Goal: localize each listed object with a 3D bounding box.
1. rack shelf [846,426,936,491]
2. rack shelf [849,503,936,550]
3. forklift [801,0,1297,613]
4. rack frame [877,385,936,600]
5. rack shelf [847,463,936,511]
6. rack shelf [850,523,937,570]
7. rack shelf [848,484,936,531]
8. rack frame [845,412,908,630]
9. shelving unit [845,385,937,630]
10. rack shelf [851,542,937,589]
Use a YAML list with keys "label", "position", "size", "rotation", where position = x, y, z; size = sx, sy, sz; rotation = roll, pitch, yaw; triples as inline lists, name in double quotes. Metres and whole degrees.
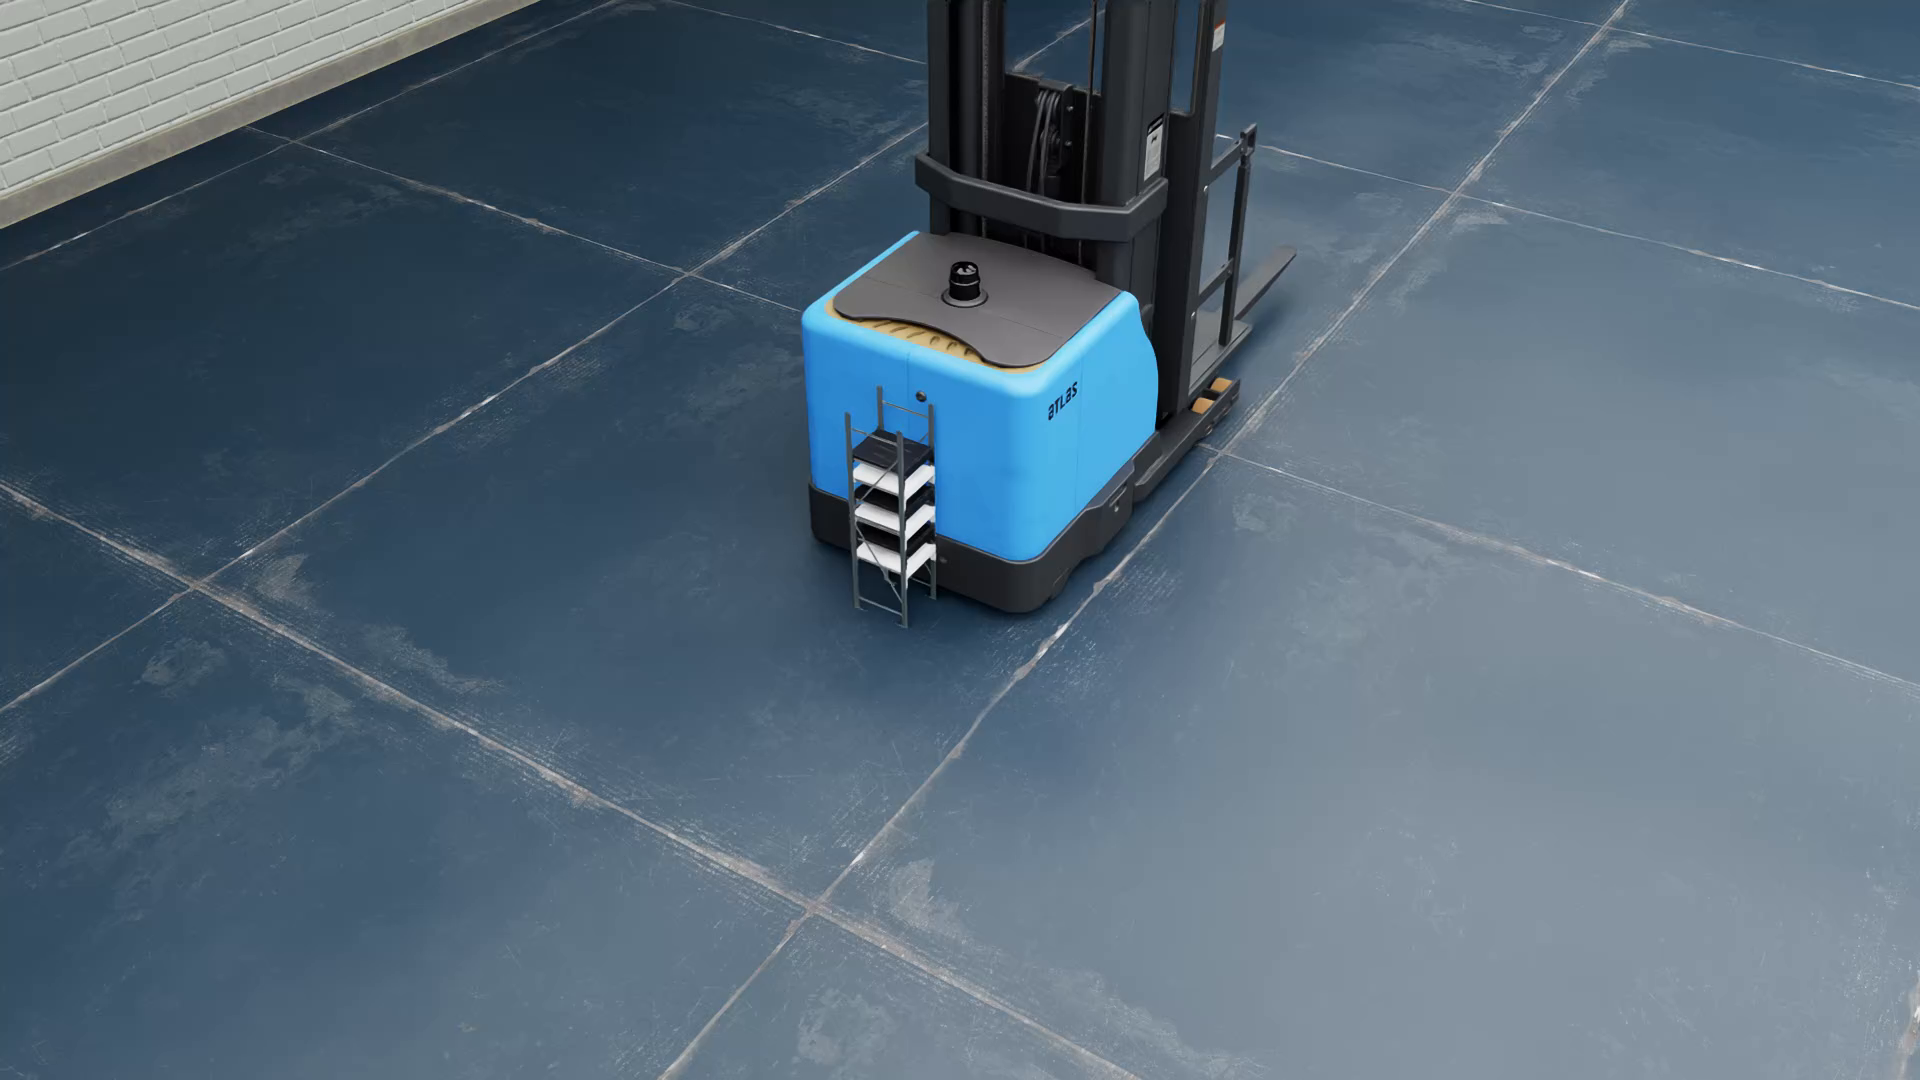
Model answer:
- label: "rack shelf"
  position: [-0.250, -0.296, 6.010]
  size: [0.258, 0.077, 0.200]
  rotation: [21, 42, 24]
- label: "rack shelf"
  position: [-0.250, -0.083, 6.175]
  size: [0.258, 0.077, 0.200]
  rotation: [21, 42, 24]
- label: "forklift"
  position: [0.600, -1.758, 6.629]
  size: [1.130, 2.935, 3.031]
  rotation: [21, 42, 24]
- label: "rack frame"
  position: [-0.197, -0.162, 6.223]
  size: [0.240, 0.900, 0.006]
  rotation: [21, 42, 24]
- label: "rack shelf"
  position: [-0.250, -0.225, 6.065]
  size: [0.258, 0.077, 0.200]
  rotation: [21, 42, 24]
- label: "rack shelf"
  position: [-0.250, -0.011, 6.230]
  size: [0.258, 0.077, 0.200]
  rotation: [21, 42, 24]
- label: "rack shelf"
  position: [-0.250, -0.154, 6.120]
  size: [0.258, 0.077, 0.200]
  rotation: [21, 42, 24]
- label: "rack frame"
  position: [-0.303, -0.056, 6.086]
  size: [0.240, 0.900, 0.006]
  rotation: [21, 42, 24]
- label: "shelving unit"
  position: [-0.250, -0.109, 6.154]
  size: [0.258, 0.900, 0.210]
  rotation: [21, 42, 24]
- label: "rack shelf"
  position: [-0.250, 0.060, 6.285]
  size: [0.258, 0.077, 0.200]
  rotation: [21, 42, 24]
